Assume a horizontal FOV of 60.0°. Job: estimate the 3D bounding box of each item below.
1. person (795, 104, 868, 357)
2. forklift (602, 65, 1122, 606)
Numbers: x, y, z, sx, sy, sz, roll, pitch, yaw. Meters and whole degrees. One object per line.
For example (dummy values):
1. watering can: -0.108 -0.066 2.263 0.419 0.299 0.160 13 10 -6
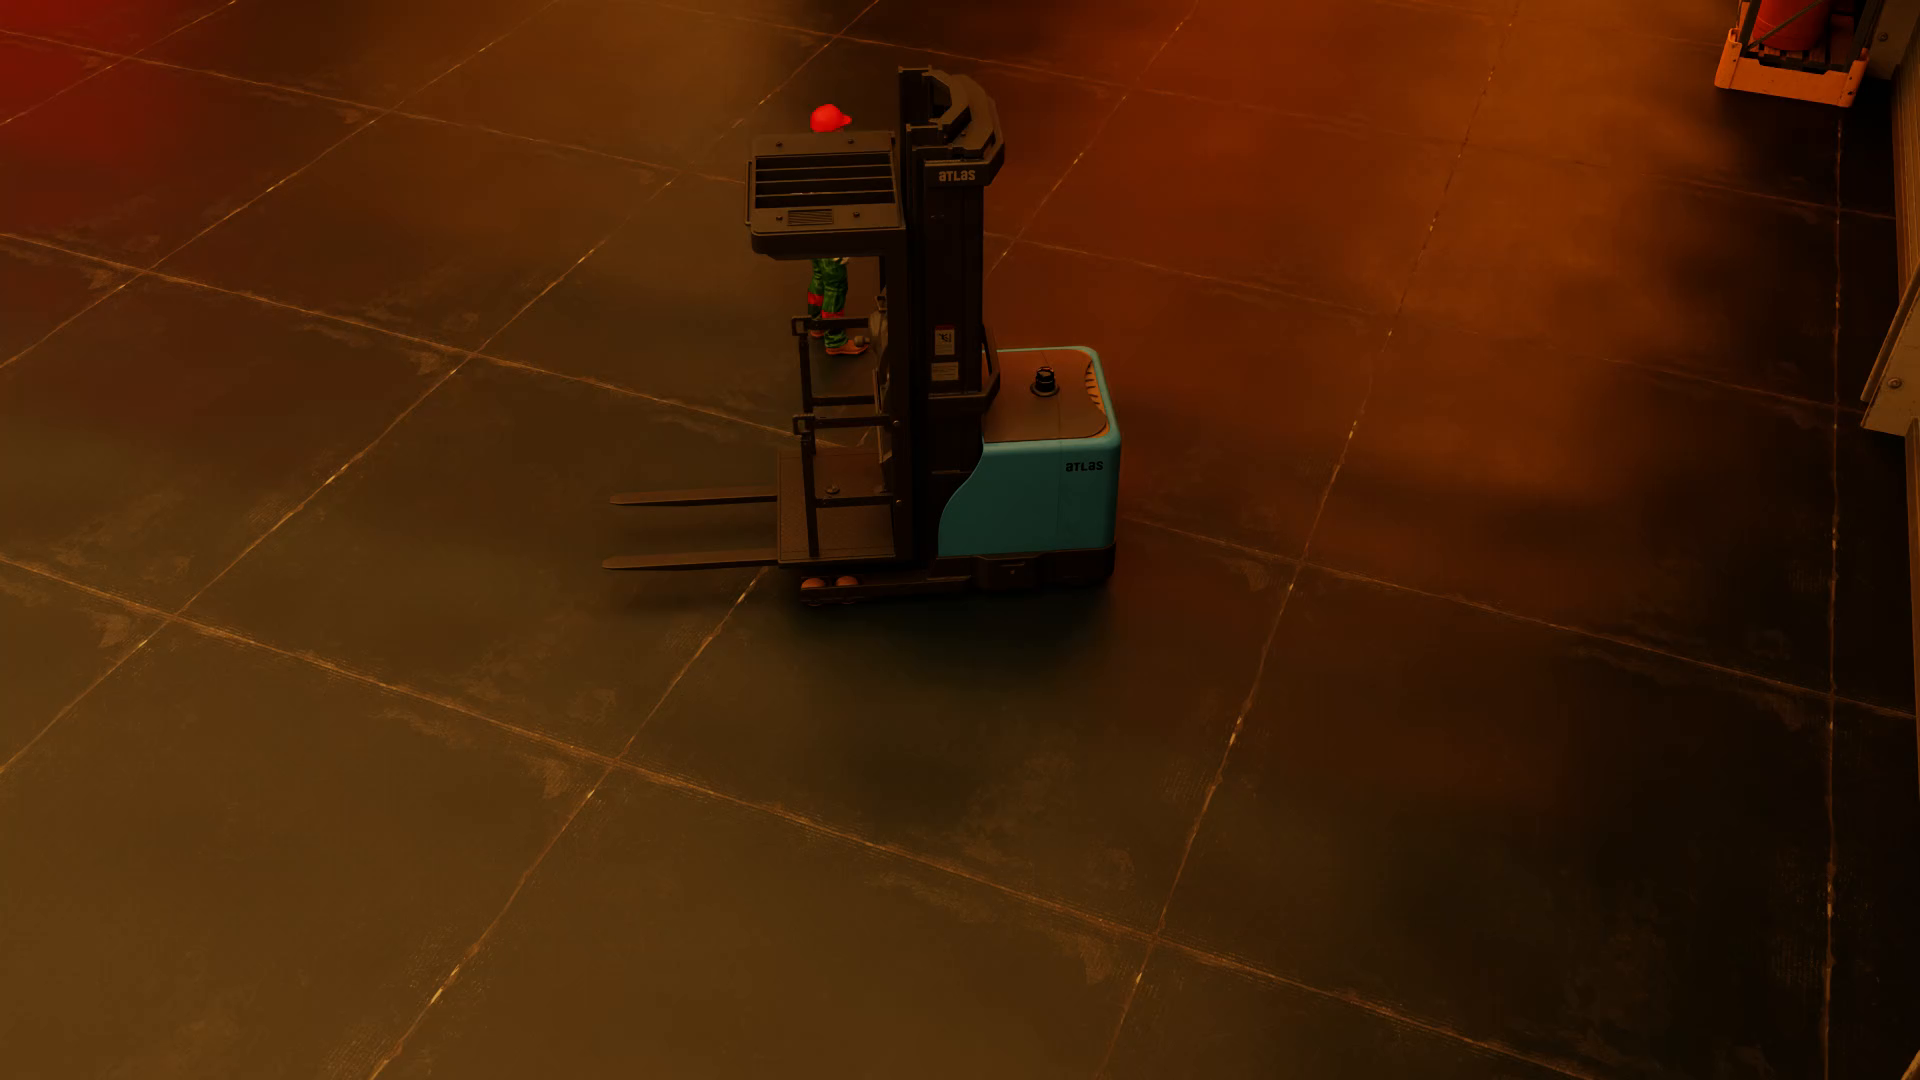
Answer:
1. person: -0.919 -2.141 11.464 0.450 1.780 0.623 -17 43 -19
2. forklift: -0.621 -1.090 9.308 3.031 2.935 1.130 -3 40 -4
